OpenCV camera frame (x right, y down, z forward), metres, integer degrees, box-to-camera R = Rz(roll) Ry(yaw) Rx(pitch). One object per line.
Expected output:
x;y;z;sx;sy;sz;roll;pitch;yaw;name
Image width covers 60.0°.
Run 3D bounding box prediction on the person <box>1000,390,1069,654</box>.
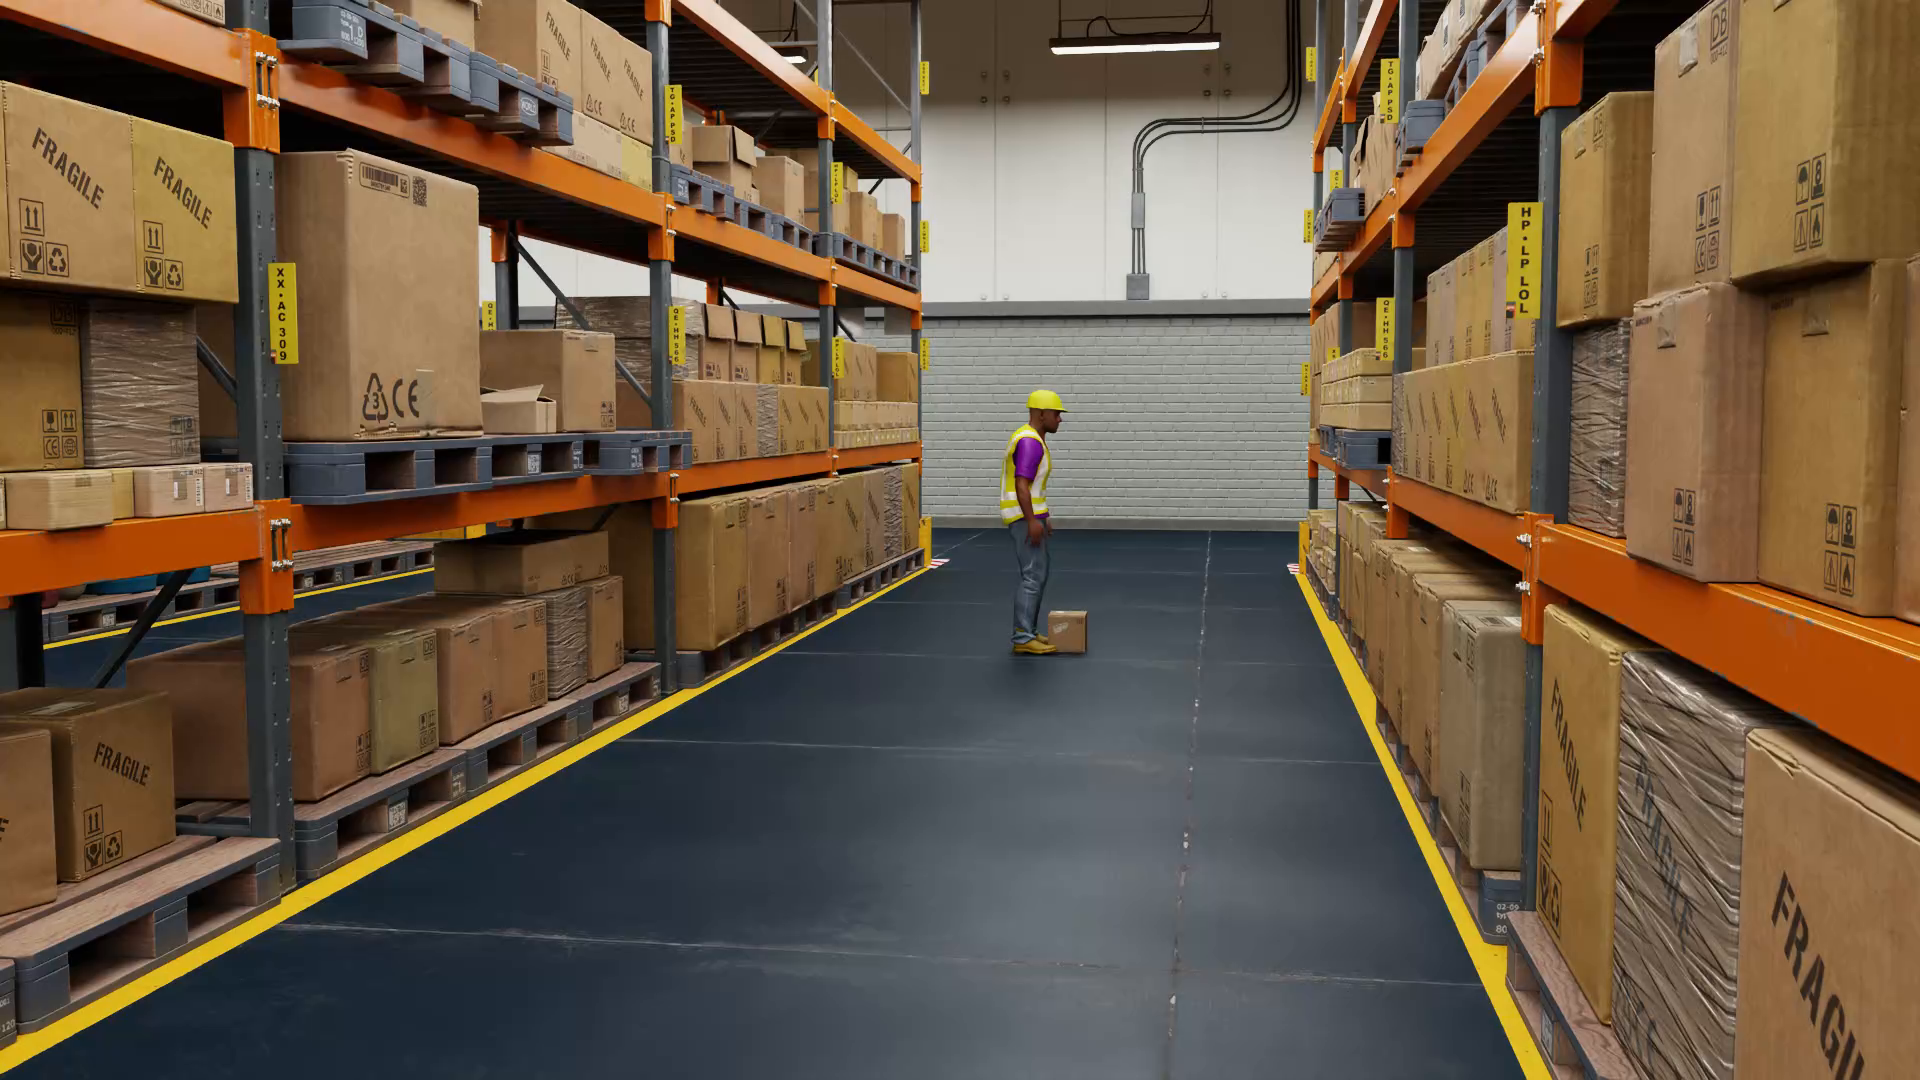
0.504;-0.133;11.237;0.457;1.761;0.626;1;4;9;person
